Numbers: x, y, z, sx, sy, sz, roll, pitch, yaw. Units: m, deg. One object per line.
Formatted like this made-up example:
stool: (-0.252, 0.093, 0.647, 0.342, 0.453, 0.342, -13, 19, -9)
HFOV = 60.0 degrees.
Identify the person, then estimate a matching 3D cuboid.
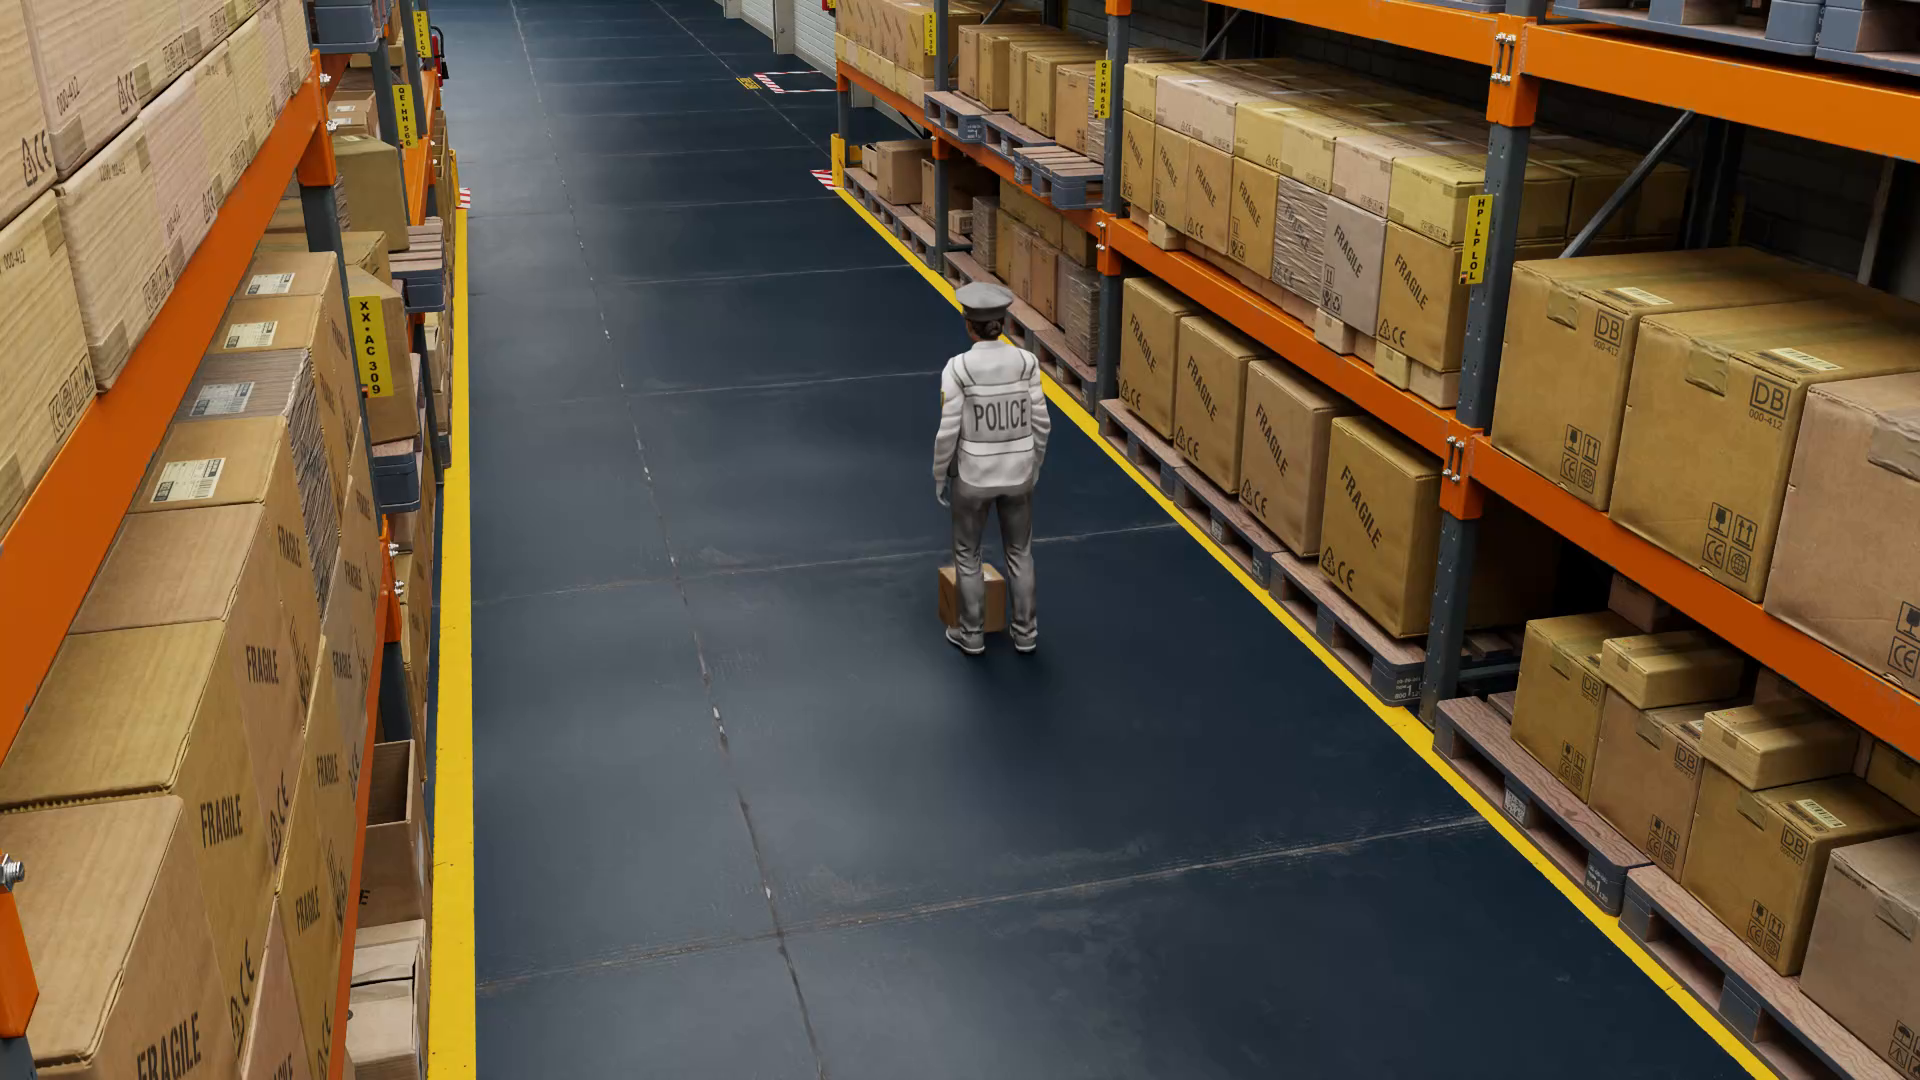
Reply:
person: (0.124, -0.278, 7.243, 0.514, 1.664, 0.412, -7, 24, -16)
